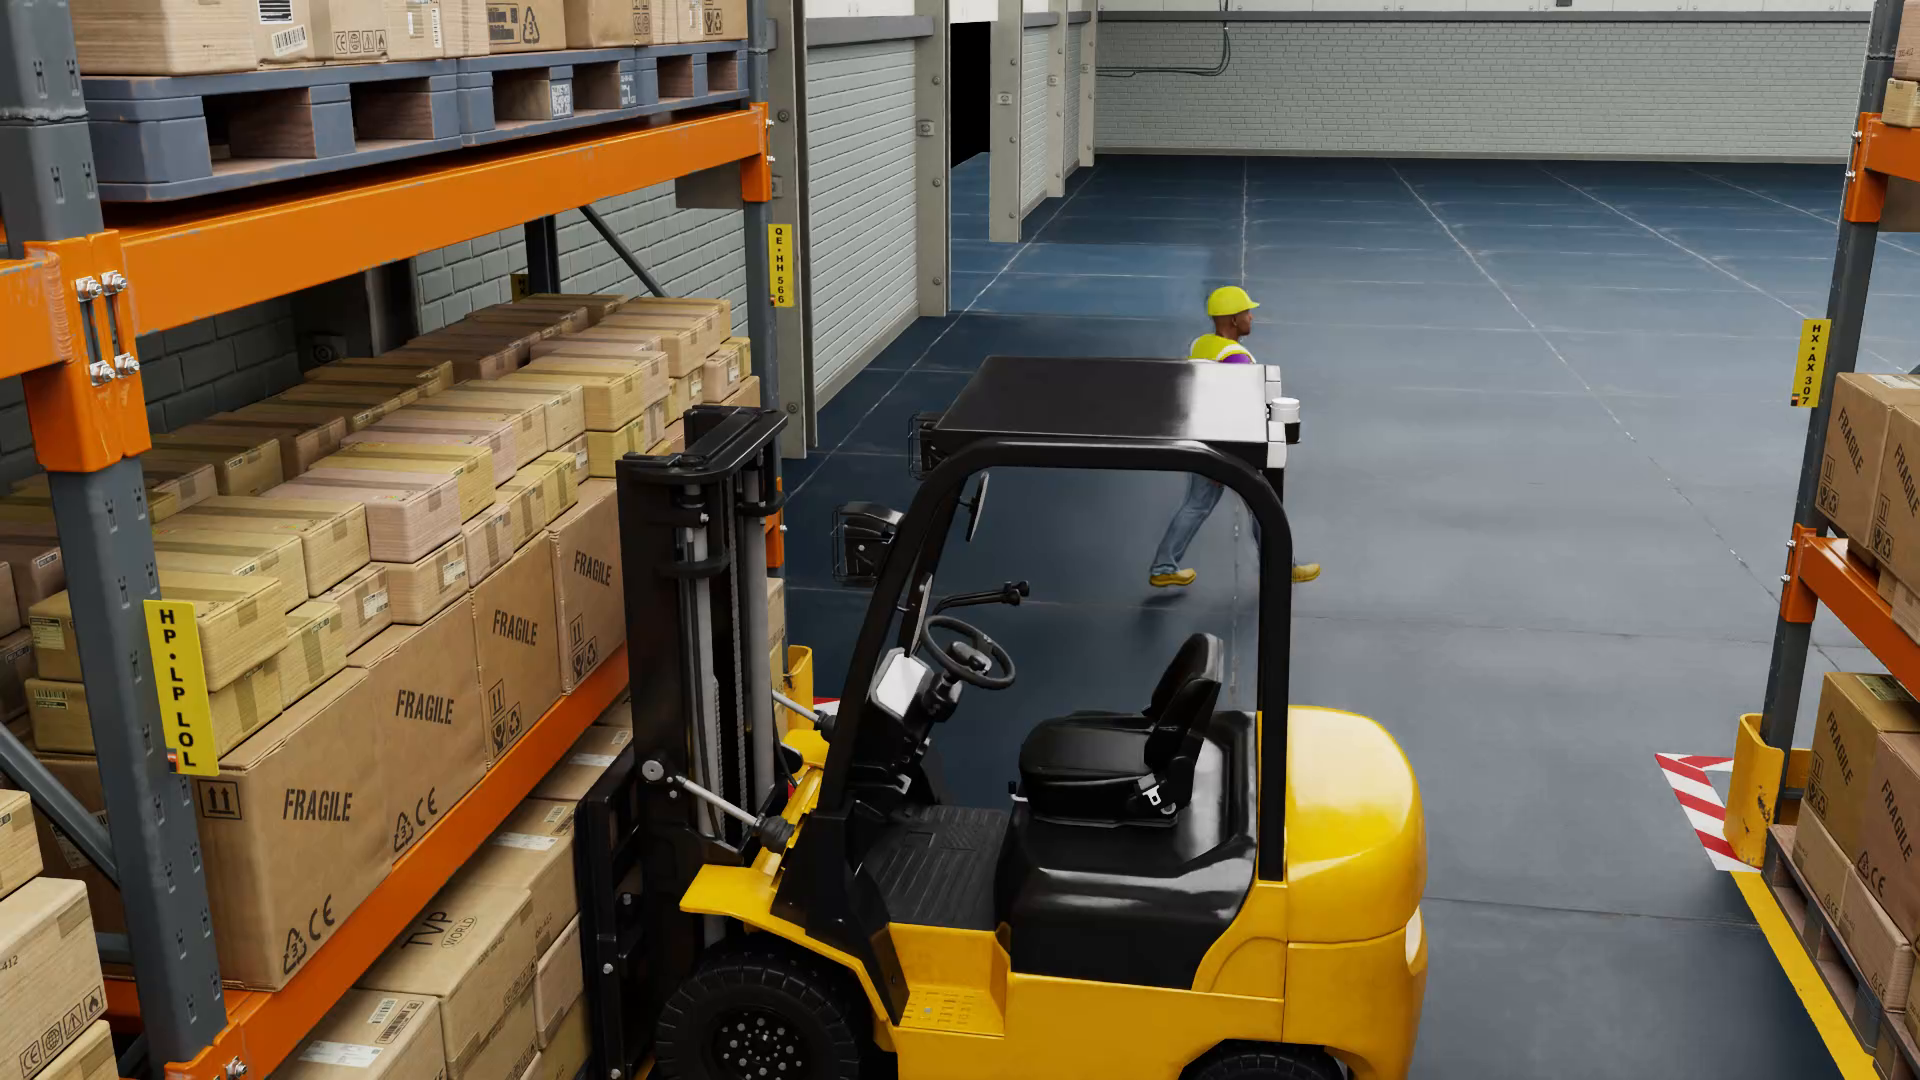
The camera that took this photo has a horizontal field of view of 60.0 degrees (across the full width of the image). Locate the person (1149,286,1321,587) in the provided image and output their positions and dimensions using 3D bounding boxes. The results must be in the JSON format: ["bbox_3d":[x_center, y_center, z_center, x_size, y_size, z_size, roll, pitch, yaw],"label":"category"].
[{"bbox_3d":[1.551,-0.566,9.278,1.018,1.719,0.583,-7,19,-21],"label":"person"}]
